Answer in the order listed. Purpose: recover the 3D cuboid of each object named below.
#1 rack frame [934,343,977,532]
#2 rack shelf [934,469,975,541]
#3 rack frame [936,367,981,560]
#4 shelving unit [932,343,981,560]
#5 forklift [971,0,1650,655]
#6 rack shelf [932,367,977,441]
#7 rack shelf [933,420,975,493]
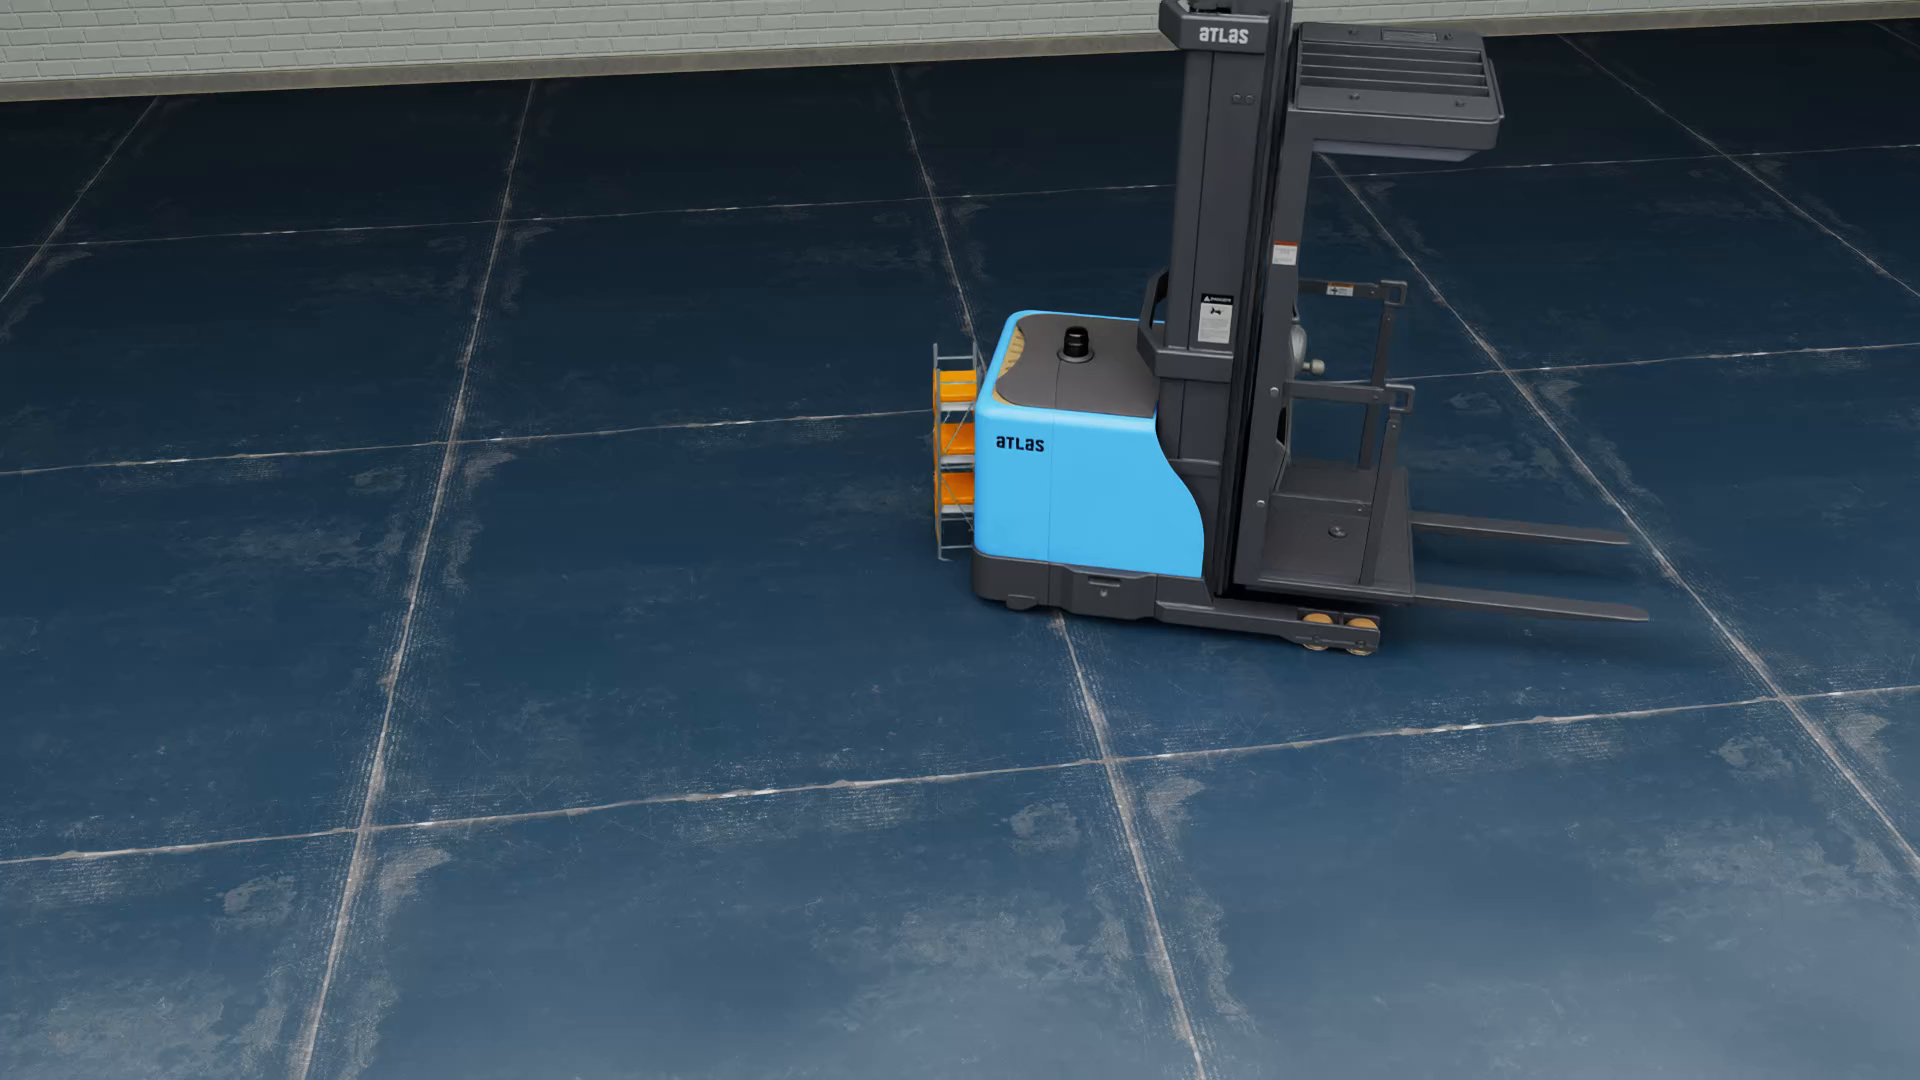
[{"bbox_3d":[-0.022,-0.479,8.020,0.200,1.050,0.008,-2,34,-3],"label":"rack frame"},{"bbox_3d":[-0.015,-0.172,8.082,0.215,0.259,0.240,-2,34,-3],"label":"rack shelf"},{"bbox_3d":[-0.007,-0.342,7.819,0.200,1.050,0.008,-2,34,-3],"label":"rack frame"},{"bbox_3d":[-0.015,-0.410,7.920,0.215,1.050,0.252,-2,34,-3],"label":"shelving unit"},{"bbox_3d":[1.620,-1.019,7.142,3.031,2.935,1.130,6,35,9],"label":"forklift"},{"bbox_3d":[-0.015,-0.636,7.766,0.215,0.259,0.240,-2,34,-3],"label":"rack shelf"},{"bbox_3d":[-0.015,-0.402,7.925,0.215,0.259,0.240,-2,34,-3],"label":"rack shelf"}]
